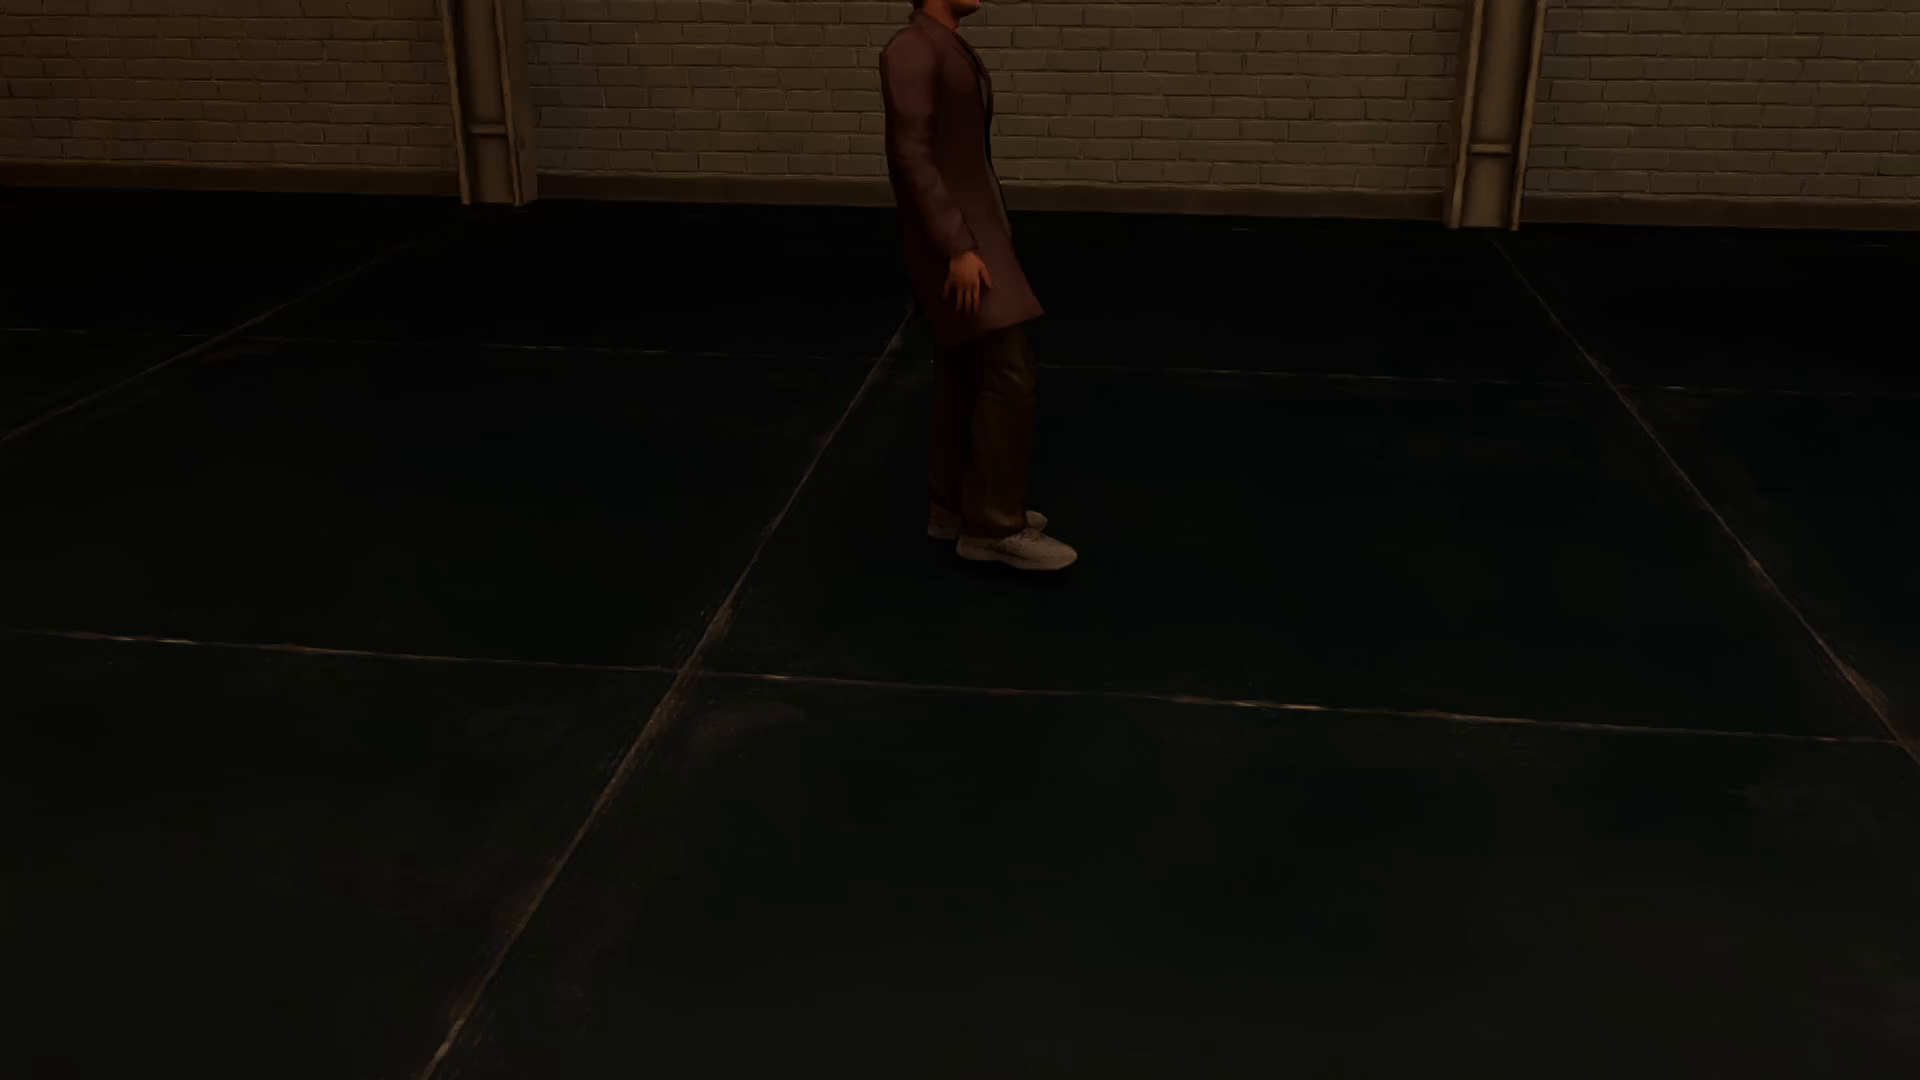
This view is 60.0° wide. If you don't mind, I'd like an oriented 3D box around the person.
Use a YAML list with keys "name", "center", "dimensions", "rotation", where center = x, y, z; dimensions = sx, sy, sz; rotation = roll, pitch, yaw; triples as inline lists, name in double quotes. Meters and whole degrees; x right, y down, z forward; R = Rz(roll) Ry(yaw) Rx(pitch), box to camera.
- name: "person"
  center: [0.088, -0.826, 4.827]
  dimensions: [0.586, 1.774, 0.694]
  rotation: [3, 22, 7]
